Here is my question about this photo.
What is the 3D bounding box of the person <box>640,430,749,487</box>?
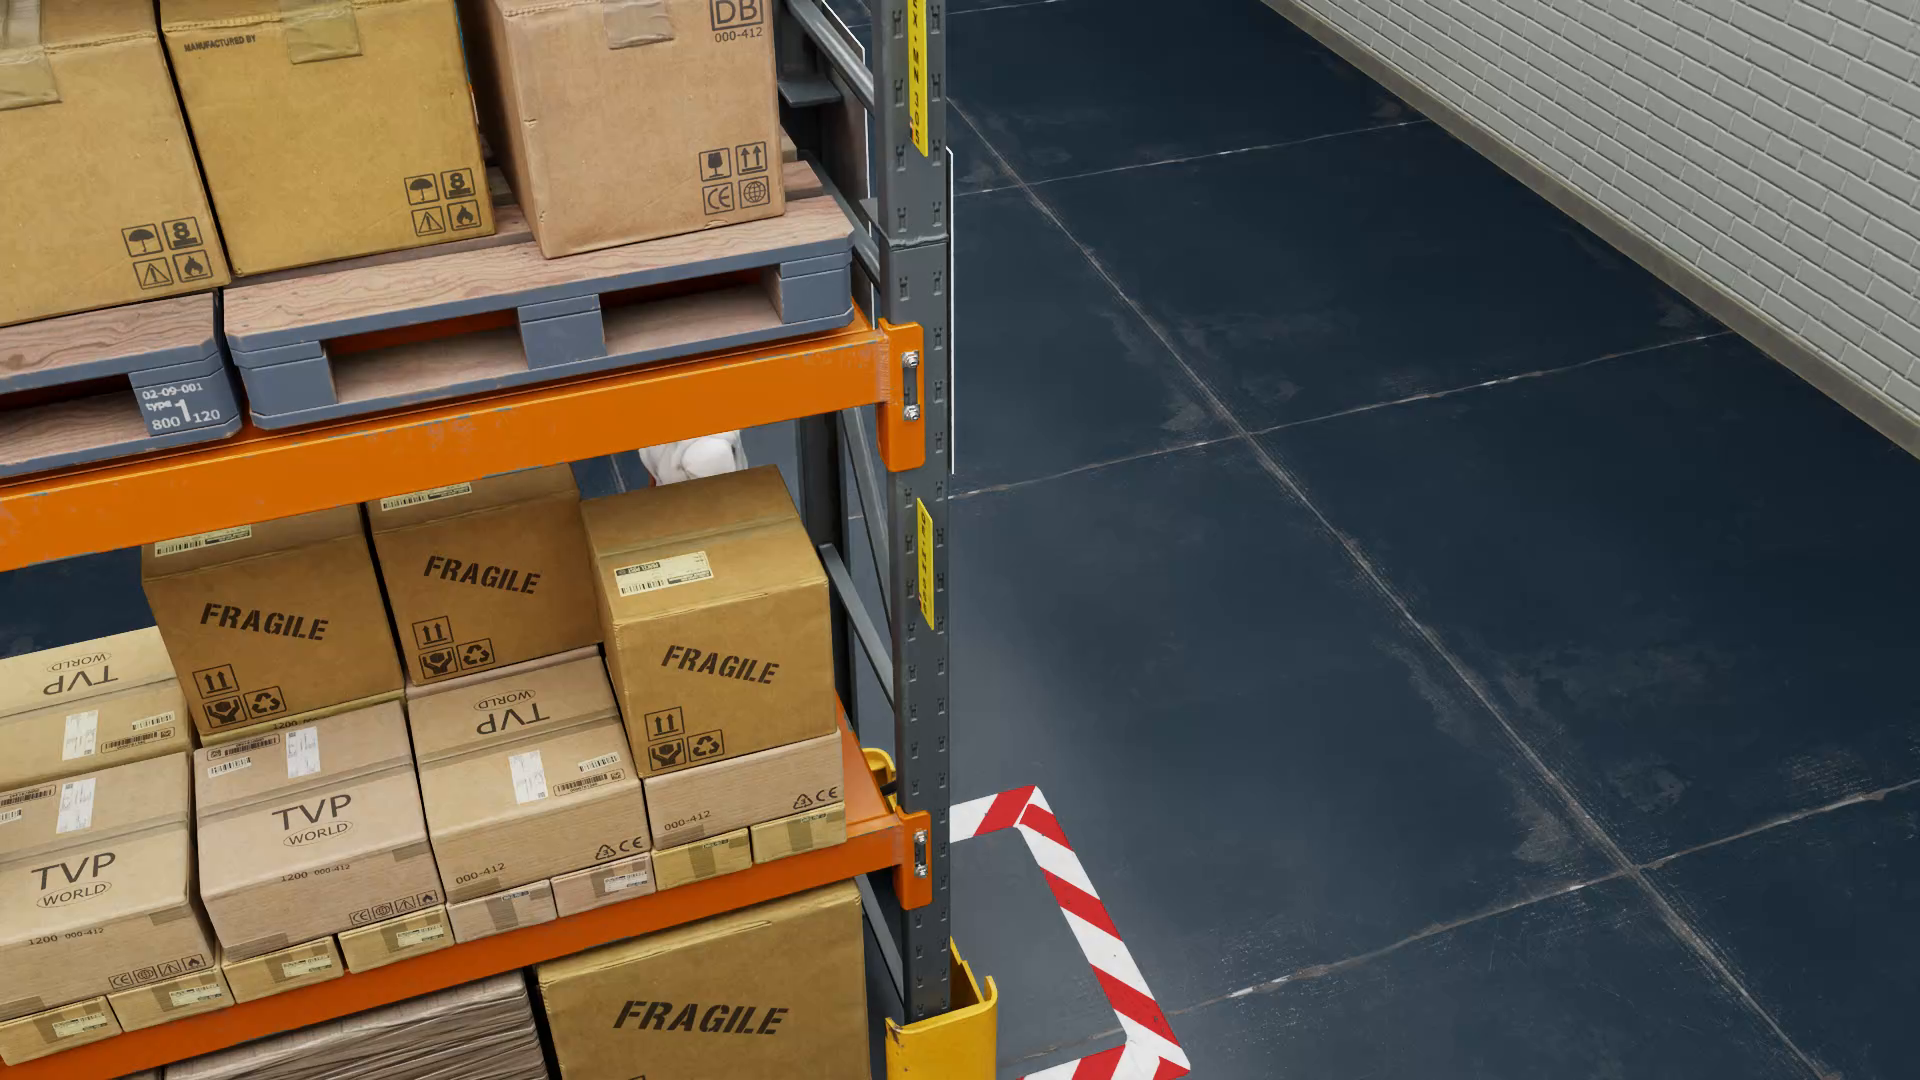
[{"bbox_3d":[-0.999,-0.006,6.146,0.461,1.759,0.626,-23,43,-27],"label":"person"}]
